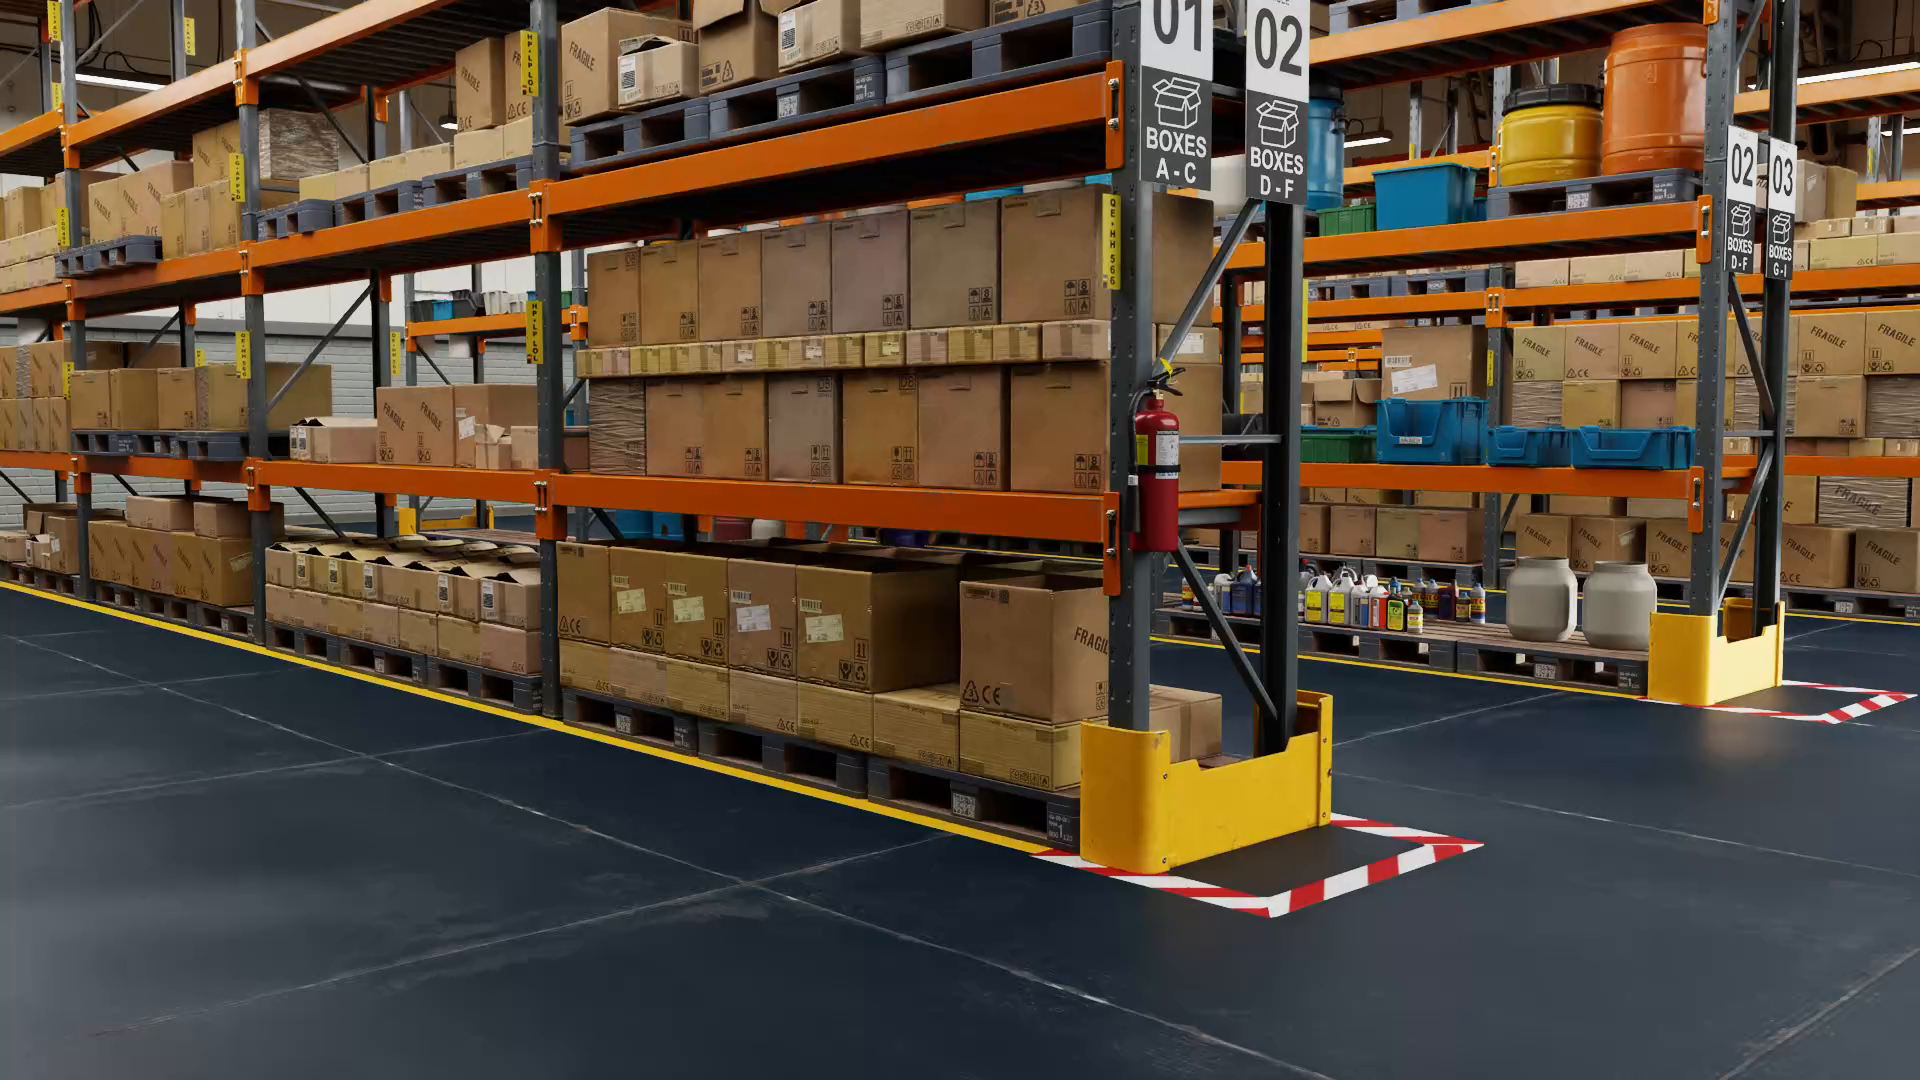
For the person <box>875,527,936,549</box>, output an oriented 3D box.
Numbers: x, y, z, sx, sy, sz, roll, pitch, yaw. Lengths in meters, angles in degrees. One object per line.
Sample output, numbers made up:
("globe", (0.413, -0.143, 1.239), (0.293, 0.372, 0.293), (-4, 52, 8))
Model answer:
("person", (-0.418, -0.126, 12.437), (0.477, 1.602, 0.971), (-4, 5, -43))
